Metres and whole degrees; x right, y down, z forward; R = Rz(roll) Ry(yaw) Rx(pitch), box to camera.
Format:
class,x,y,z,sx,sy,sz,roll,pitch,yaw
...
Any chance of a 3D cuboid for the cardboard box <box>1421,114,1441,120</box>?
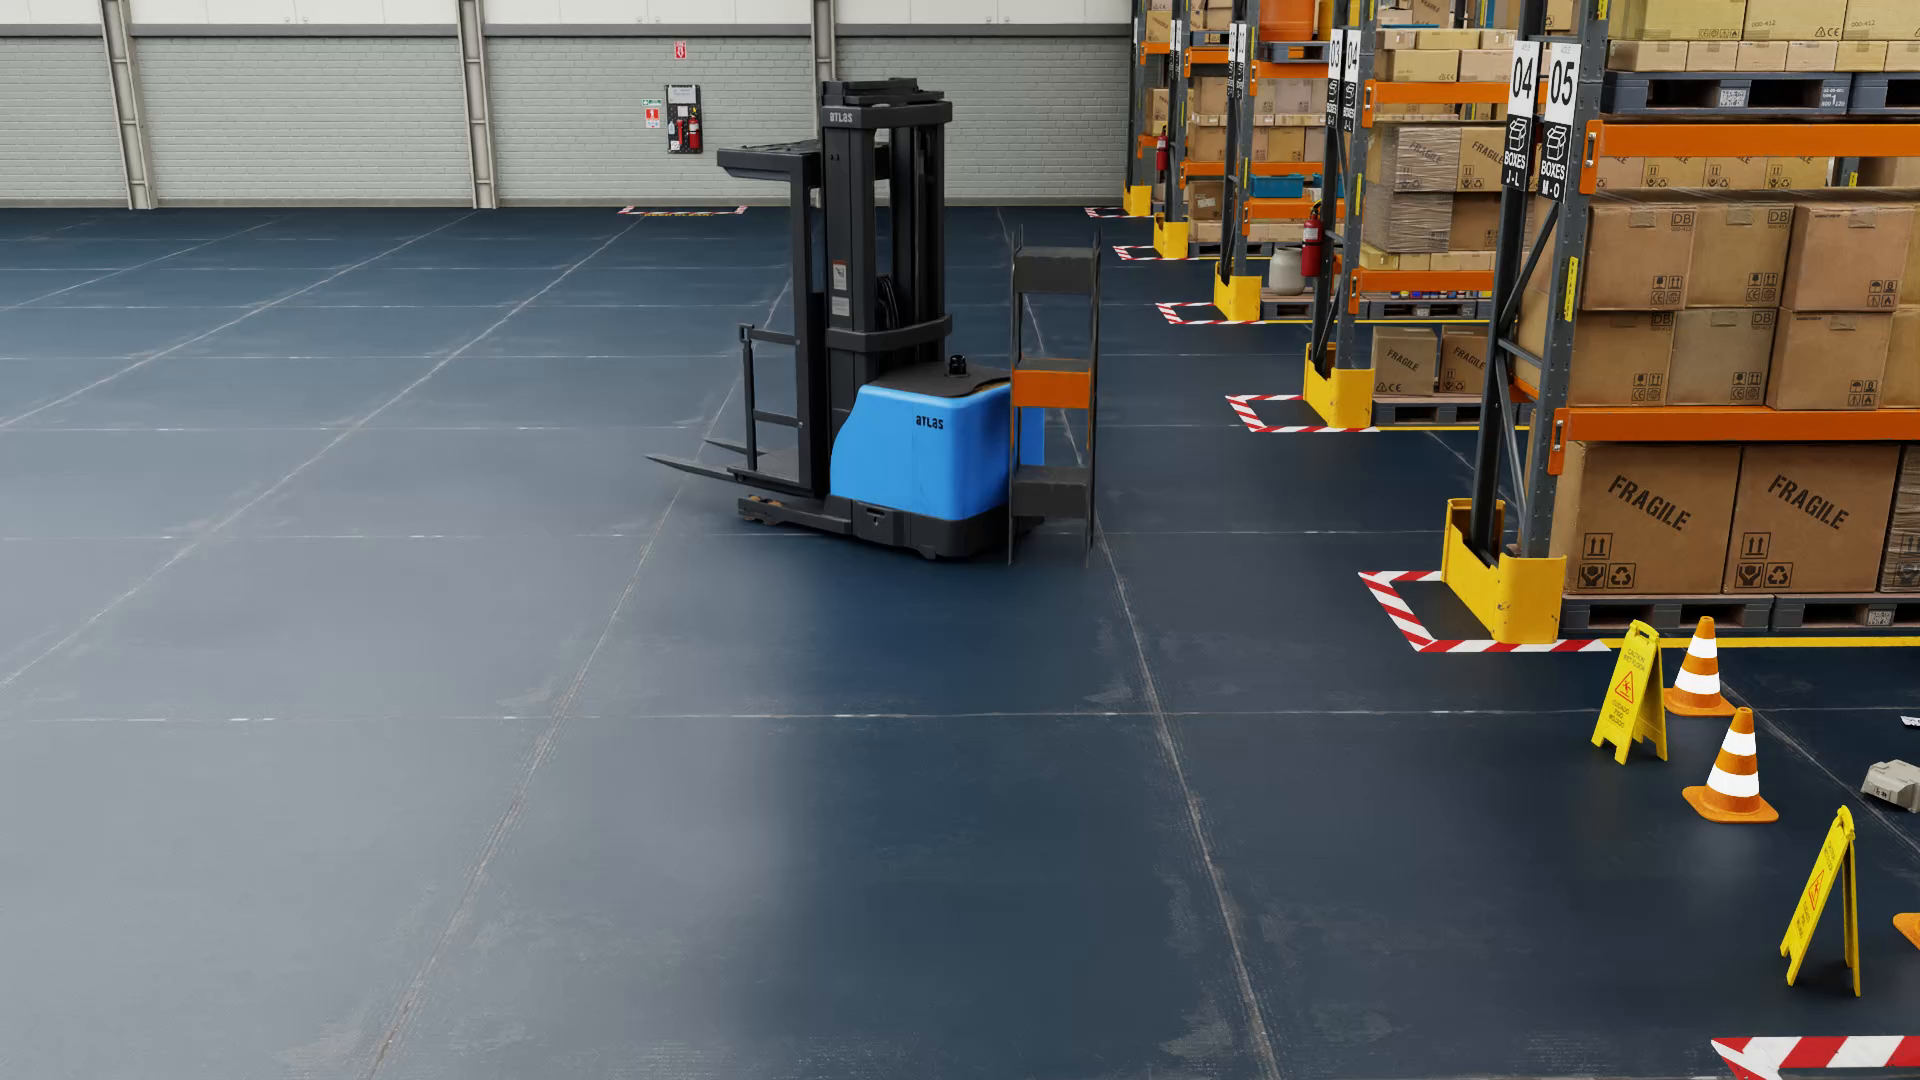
class,x,y,z,sx,sy,sz,roll,pitch,yaw
cardboard box,6.535,-5.877,23.231,0.250,0.149,0.380,-1,18,-2

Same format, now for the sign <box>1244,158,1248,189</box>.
class,x,y,z,sx,sy,sz,roll,pitch,yaw
sign,3.130,-4.019,18.213,0.005,0.325,0.100,0,18,-1

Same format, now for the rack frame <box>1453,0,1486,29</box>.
class,x,y,z,sx,sy,sz,roll,pitch,yaw
rack frame,7.050,-8.444,22.639,0.127,3.000,1.000,0,18,-1

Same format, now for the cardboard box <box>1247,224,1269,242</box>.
class,x,y,z,sx,sy,sz,roll,pitch,yaw
cardboard box,4.091,-4.397,23.659,0.500,0.250,0.500,0,18,-1

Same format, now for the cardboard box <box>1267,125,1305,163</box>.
class,x,y,z,sx,sy,sz,roll,pitch,yaw
cardboard box,4.540,-5.619,23.489,0.500,0.500,0.700,0,18,0

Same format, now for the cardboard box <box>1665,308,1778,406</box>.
class,x,y,z,sx,sy,sz,roll,pitch,yaw
cardboard box,4.101,-1.124,9.395,0.550,0.550,0.875,0,18,-1

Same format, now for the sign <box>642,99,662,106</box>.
class,x,y,z,sx,sy,sz,roll,pitch,yaw
sign,-5.365,-7.615,28.950,0.331,0.109,0.001,0,18,-1

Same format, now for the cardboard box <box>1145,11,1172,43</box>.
class,x,y,z,sx,sy,sz,roll,pitch,yaw
cardboard box,3.307,-8.492,27.502,0.500,0.500,0.500,0,18,1

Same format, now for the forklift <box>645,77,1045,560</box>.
class,x,y,z,sx,sy,sz,roll,pitch,yaw
forklift,-0.911,-1.609,11.263,3.031,2.935,1.130,13,22,35

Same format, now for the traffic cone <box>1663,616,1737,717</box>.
class,x,y,z,sx,sy,sz,roll,pitch,yaw
traffic cone,3.734,0.612,8.383,0.334,0.463,0.336,0,18,-1

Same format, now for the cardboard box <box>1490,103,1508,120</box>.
class,x,y,z,sx,sy,sz,roll,pitch,yaw
cardboard box,9.253,-7.359,28.193,0.500,0.500,0.700,0,18,-1

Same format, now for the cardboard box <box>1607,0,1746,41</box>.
class,x,y,z,sx,sy,sz,roll,pitch,yaw
cardboard box,3.667,-2.698,8.543,0.500,0.250,0.500,0,18,-1

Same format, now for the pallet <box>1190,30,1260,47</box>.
class,x,y,z,sx,sy,sz,roll,pitch,yaw
pallet,3.758,-6.950,23.037,1.213,0.211,1.003,0,18,-1

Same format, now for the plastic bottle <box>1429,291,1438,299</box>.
class,x,y,z,sx,sy,sz,roll,pitch,yaw
plastic bottle,5.386,-2.882,18.866,0.097,0.271,0.097,0,18,0

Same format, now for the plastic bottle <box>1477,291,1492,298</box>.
class,x,y,z,sx,sy,sz,roll,pitch,yaw
plastic bottle,5.971,-2.929,18.885,0.185,0.351,0.144,0,18,-1

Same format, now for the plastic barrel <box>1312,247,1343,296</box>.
class,x,y,z,sx,sy,sz,roll,pitch,yaw
plastic barrel,4.283,-3.100,19.185,0.421,0.512,0.421,0,18,0

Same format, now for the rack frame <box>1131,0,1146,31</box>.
class,x,y,z,sx,sy,sz,roll,pitch,yaw
rack frame,2.969,-9.938,27.295,0.127,3.000,1.000,0,18,-1

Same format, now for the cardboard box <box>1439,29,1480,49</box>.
class,x,y,z,sx,sy,sz,roll,pitch,yaw
cardboard box,3.994,-4.031,13.384,0.250,0.149,0.380,-1,18,-2

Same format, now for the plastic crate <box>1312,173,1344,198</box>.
class,x,y,z,sx,sy,sz,roll,pitch,yaw
plastic crate,4.271,-4.080,19.099,0.408,0.251,0.499,0,18,-1

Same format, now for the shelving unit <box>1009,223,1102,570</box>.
class,x,y,z,sx,sy,sz,roll,pitch,yaw
shelving unit,0.588,-0.882,10.359,0.503,2.100,0.431,3,18,9

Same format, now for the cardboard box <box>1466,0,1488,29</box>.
class,x,y,z,sx,sy,sz,roll,pitch,yaw
cardboard box,8.750,-8.761,27.685,0.500,0.500,0.500,-1,18,-3

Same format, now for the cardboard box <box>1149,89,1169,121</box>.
class,x,y,z,sx,sy,sz,roll,pitch,yaw
cardboard box,3.451,-7.287,27.838,0.500,0.500,0.500,0,18,-1

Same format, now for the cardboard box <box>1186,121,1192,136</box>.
class,x,y,z,sx,sy,sz,roll,pitch,yaw
cardboard box,3.981,-6.932,27.958,0.500,0.250,0.500,-1,18,-3

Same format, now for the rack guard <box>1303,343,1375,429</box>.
class,x,y,z,sx,sy,sz,roll,pitch,yaw
rack guard,3.280,-1.353,14.447,0.348,0.500,1.175,0,18,-1

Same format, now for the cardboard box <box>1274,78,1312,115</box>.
class,x,y,z,sx,sy,sz,roll,pitch,yaw
cardboard box,4.601,-6.239,23.299,0.500,0.500,0.700,0,18,-1

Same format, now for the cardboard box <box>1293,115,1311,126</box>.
class,x,y,z,sx,sy,sz,roll,pitch,yaw
cardboard box,4.734,-5.868,23.203,0.250,0.149,0.380,-1,18,-2

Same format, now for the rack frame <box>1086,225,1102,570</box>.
class,x,y,z,sx,sy,sz,roll,pitch,yaw
rack frame,0.829,-0.870,10.321,0.015,2.100,0.400,3,18,9

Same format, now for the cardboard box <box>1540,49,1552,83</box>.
class,x,y,z,sx,sy,sz,roll,pitch,yaw
cardboard box,4.700,-3.829,13.407,0.500,0.250,0.500,0,18,-1

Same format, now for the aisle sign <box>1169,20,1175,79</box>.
class,x,y,z,sx,sy,sz,roll,pitch,yaw
aisle sign,2.981,-6.896,23.377,0.004,0.787,0.394,0,18,-1

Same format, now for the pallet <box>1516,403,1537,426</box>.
class,x,y,z,sx,sy,sz,roll,pitch,yaw
pallet,5.309,-1.214,14.485,1.213,0.211,1.003,0,18,-1

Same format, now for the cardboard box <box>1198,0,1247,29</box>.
class,x,y,z,sx,sy,sz,roll,pitch,yaw
cardboard box,3.626,-7.314,22.941,0.637,0.503,0.797,1,18,3

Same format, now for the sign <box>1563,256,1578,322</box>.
class,x,y,z,sx,sy,sz,roll,pitch,yaw
sign,3.184,-1.308,8.667,0.005,0.325,0.100,0,18,-1

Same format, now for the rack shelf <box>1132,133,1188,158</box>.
class,x,y,z,sx,sy,sz,roll,pitch,yaw
rack shelf,4.969,-6.748,28.352,4.000,0.370,1.077,0,18,-1

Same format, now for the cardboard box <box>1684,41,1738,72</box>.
class,x,y,z,sx,sy,sz,roll,pitch,yaw
cardboard box,3.784,-2.489,8.545,0.250,0.149,0.380,0,18,0

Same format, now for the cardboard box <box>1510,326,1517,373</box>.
class,x,y,z,sx,sy,sz,roll,pitch,yaw
cardboard box,5.052,-1.561,14.408,0.500,0.500,0.500,1,18,4

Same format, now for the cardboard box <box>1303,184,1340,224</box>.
class,x,y,z,sx,sy,sz,roll,pitch,yaw
cardboard box,5.091,-4.757,23.553,0.500,0.500,0.500,0,18,-1

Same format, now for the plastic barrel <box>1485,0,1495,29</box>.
class,x,y,z,sx,sy,sz,roll,pitch,yaw
plastic barrel,6.128,-5.970,18.328,0.708,0.901,0.600,0,18,-1

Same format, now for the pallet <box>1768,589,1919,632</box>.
class,x,y,z,sx,sy,sz,roll,pitch,yaw
pallet,5.196,0.268,9.868,1.213,0.211,1.003,0,18,-1

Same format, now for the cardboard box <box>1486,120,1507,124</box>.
class,x,y,z,sx,sy,sz,roll,pitch,yaw
cardboard box,4.749,-3.292,14.112,0.500,0.500,0.500,0,18,-1

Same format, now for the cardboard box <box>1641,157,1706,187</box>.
class,x,y,z,sx,sy,sz,roll,pitch,yaw
cardboard box,5.758,-3.136,13.626,0.500,0.500,0.500,0,18,-1

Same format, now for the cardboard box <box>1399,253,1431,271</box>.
class,x,y,z,sx,sy,sz,roll,pitch,yaw
cardboard box,3.743,-2.347,13.865,0.250,0.149,0.380,0,18,-1

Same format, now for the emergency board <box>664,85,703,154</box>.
class,x,y,z,sx,sy,sz,roll,pitch,yaw
emergency board,-4.815,-7.320,28.955,0.643,1.169,0.194,0,18,-1

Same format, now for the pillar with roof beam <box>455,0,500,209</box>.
class,x,y,z,sx,sy,sz,roll,pitch,yaw
pillar with roof beam,-8.275,-8.833,23.850,0.400,9.000,9.100,0,18,-1

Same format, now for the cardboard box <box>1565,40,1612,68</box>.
class,x,y,z,sx,sy,sz,roll,pitch,yaw
cardboard box,3.508,-2.689,9.168,0.250,0.149,0.380,0,18,-1

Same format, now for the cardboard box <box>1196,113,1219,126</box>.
class,x,y,z,sx,sy,sz,roll,pitch,yaw
cardboard box,3.447,-5.861,23.182,0.250,0.149,0.380,0,18,-1

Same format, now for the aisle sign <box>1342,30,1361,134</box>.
class,x,y,z,sx,sy,sz,roll,pitch,yaw
aisle sign,3.146,-3.689,13.380,0.004,0.787,0.394,0,18,-1

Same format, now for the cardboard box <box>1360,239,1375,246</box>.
class,x,y,z,sx,sy,sz,roll,pitch,yaw
cardboard box,3.485,-2.488,14.303,0.250,0.149,0.380,0,18,-1

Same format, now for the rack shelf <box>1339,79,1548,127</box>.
class,x,y,z,sx,sy,sz,roll,pitch,yaw
rack shelf,5.203,-3.638,13.746,4.000,0.370,1.077,0,18,-1

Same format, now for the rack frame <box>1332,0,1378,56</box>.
class,x,y,z,sx,sy,sz,roll,pitch,yaw
rack frame,3.204,-5.399,13.147,0.127,3.000,1.000,0,18,-1

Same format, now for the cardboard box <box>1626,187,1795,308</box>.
class,x,y,z,sx,sy,sz,roll,pitch,yaw
cardboard box,4.101,-1.634,9.217,0.550,0.550,0.875,0,18,-1
